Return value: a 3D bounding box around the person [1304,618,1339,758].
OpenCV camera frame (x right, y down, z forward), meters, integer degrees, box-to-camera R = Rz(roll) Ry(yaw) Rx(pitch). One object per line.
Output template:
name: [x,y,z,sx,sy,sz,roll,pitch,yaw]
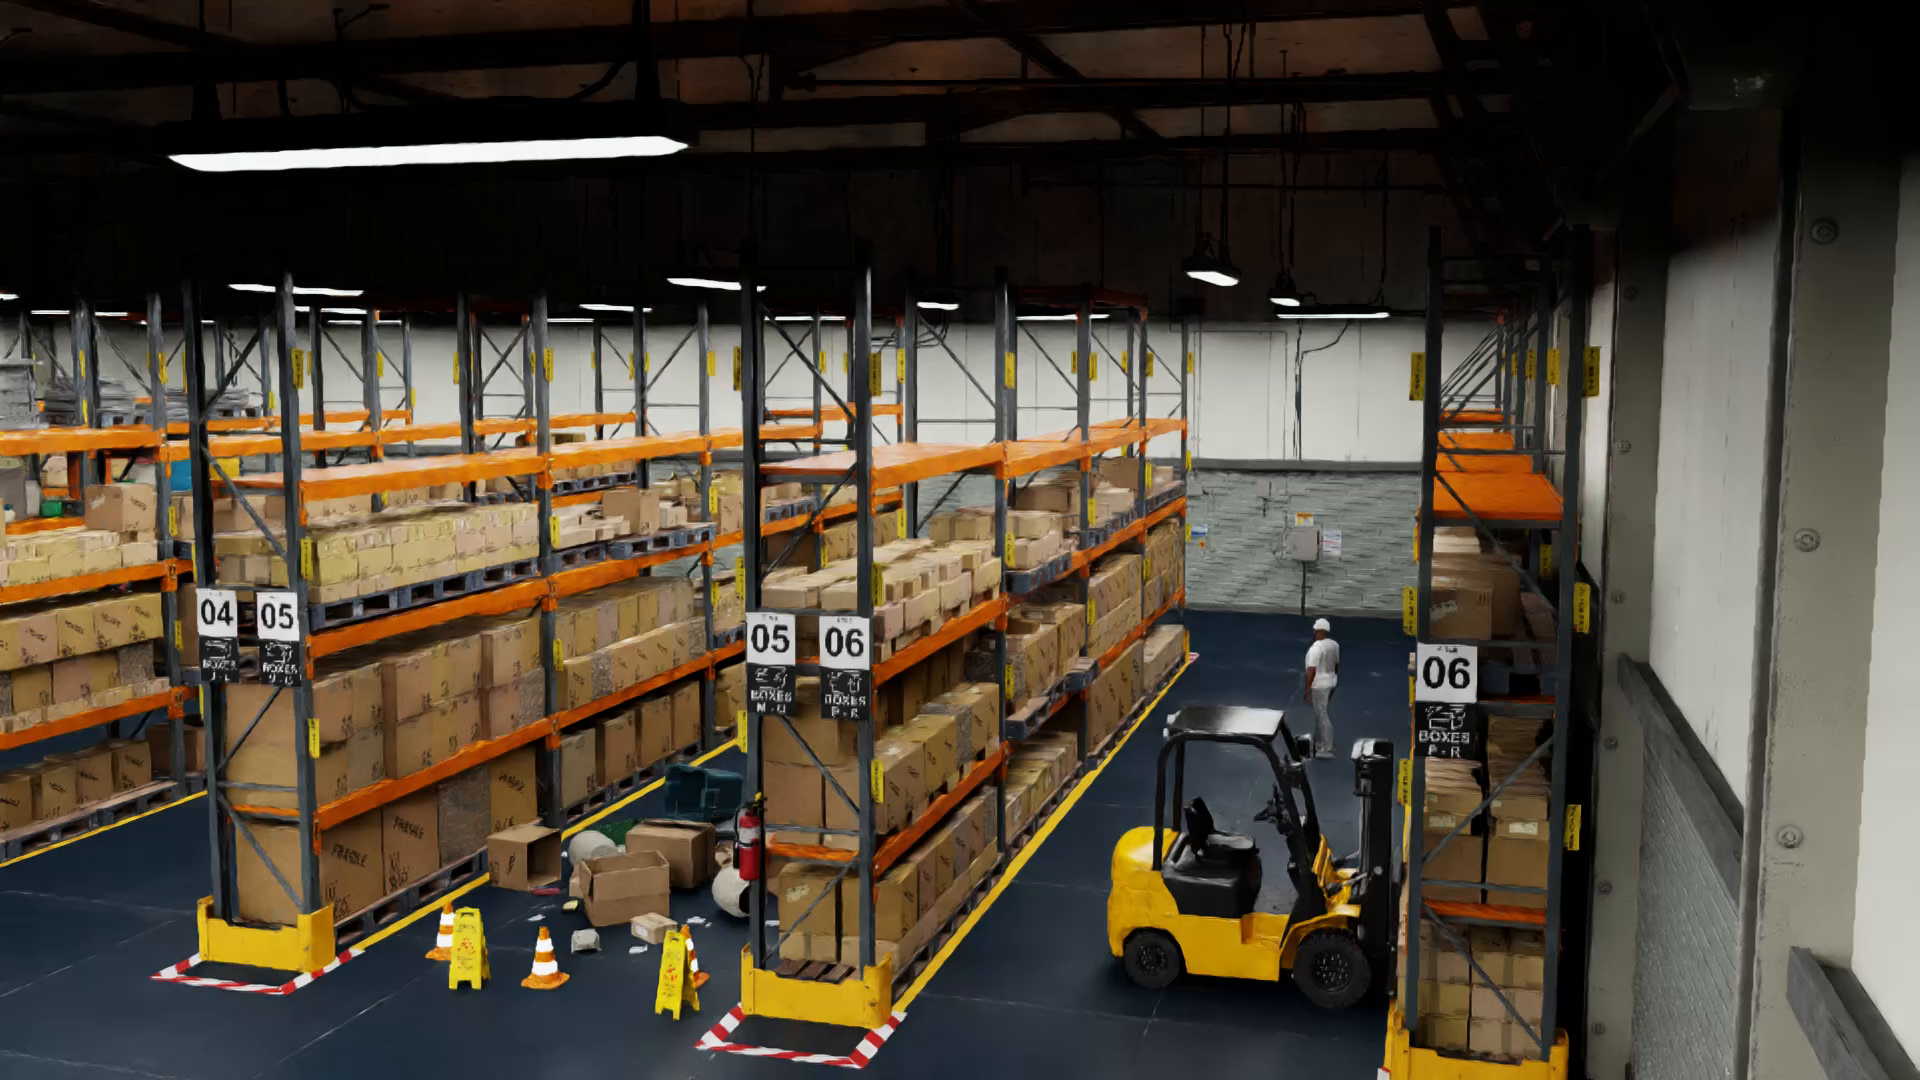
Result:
person: [4.635,1.879,21.456,0.585,1.763,0.682,5,8,38]
